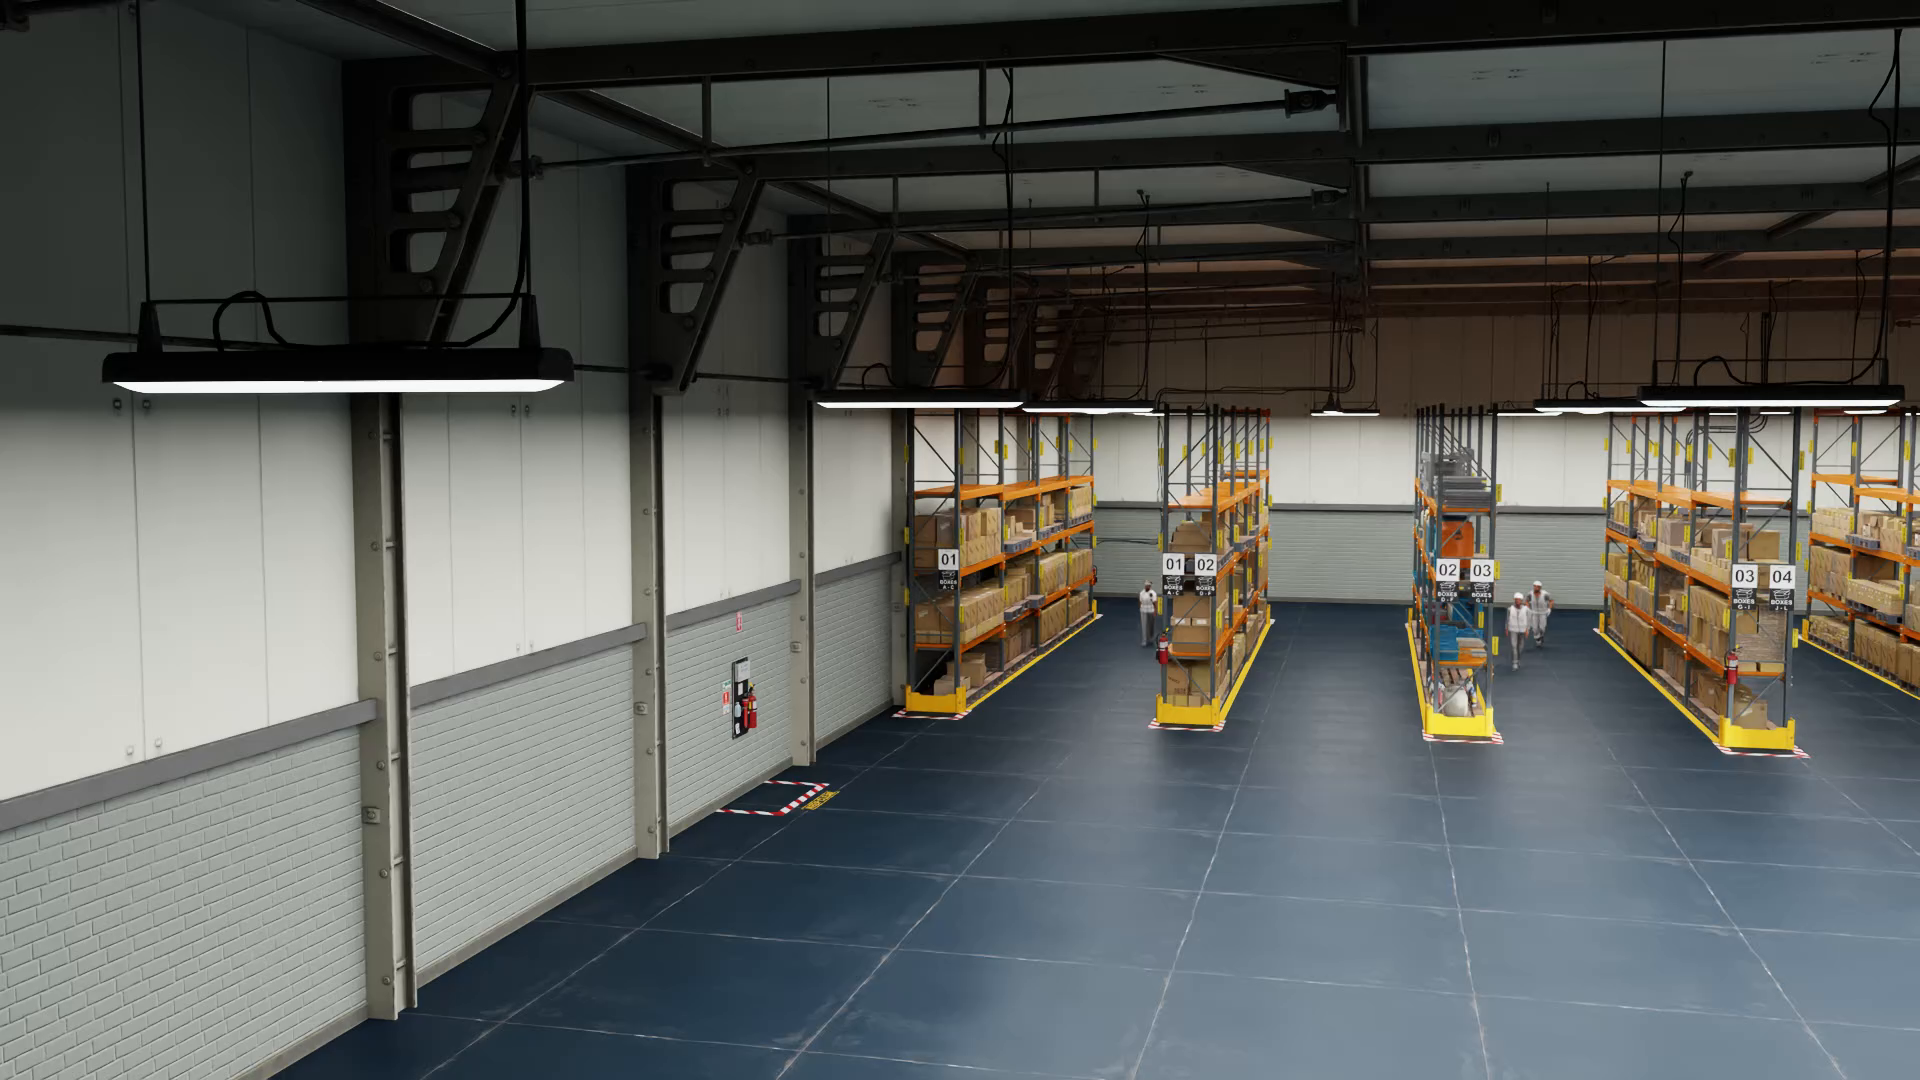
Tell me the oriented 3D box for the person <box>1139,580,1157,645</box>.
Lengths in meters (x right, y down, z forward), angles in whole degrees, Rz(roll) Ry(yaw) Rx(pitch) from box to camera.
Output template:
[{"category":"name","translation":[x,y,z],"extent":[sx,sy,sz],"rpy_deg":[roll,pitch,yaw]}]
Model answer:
[{"category":"person","translation":[4.771,1.819,42.180],"extent":[0.472,1.628,1.012],"rpy_deg":[1,4,11]}]

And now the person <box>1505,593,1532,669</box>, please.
[{"category":"person","translation":[12.807,2.066,38.049],"extent":[0.504,1.704,1.058],"rpy_deg":[0,4,4]}]

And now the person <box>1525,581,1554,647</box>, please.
[{"category":"person","translation":[14.532,1.850,41.722],"extent":[0.696,1.684,0.644],"rpy_deg":[2,5,24]}]
